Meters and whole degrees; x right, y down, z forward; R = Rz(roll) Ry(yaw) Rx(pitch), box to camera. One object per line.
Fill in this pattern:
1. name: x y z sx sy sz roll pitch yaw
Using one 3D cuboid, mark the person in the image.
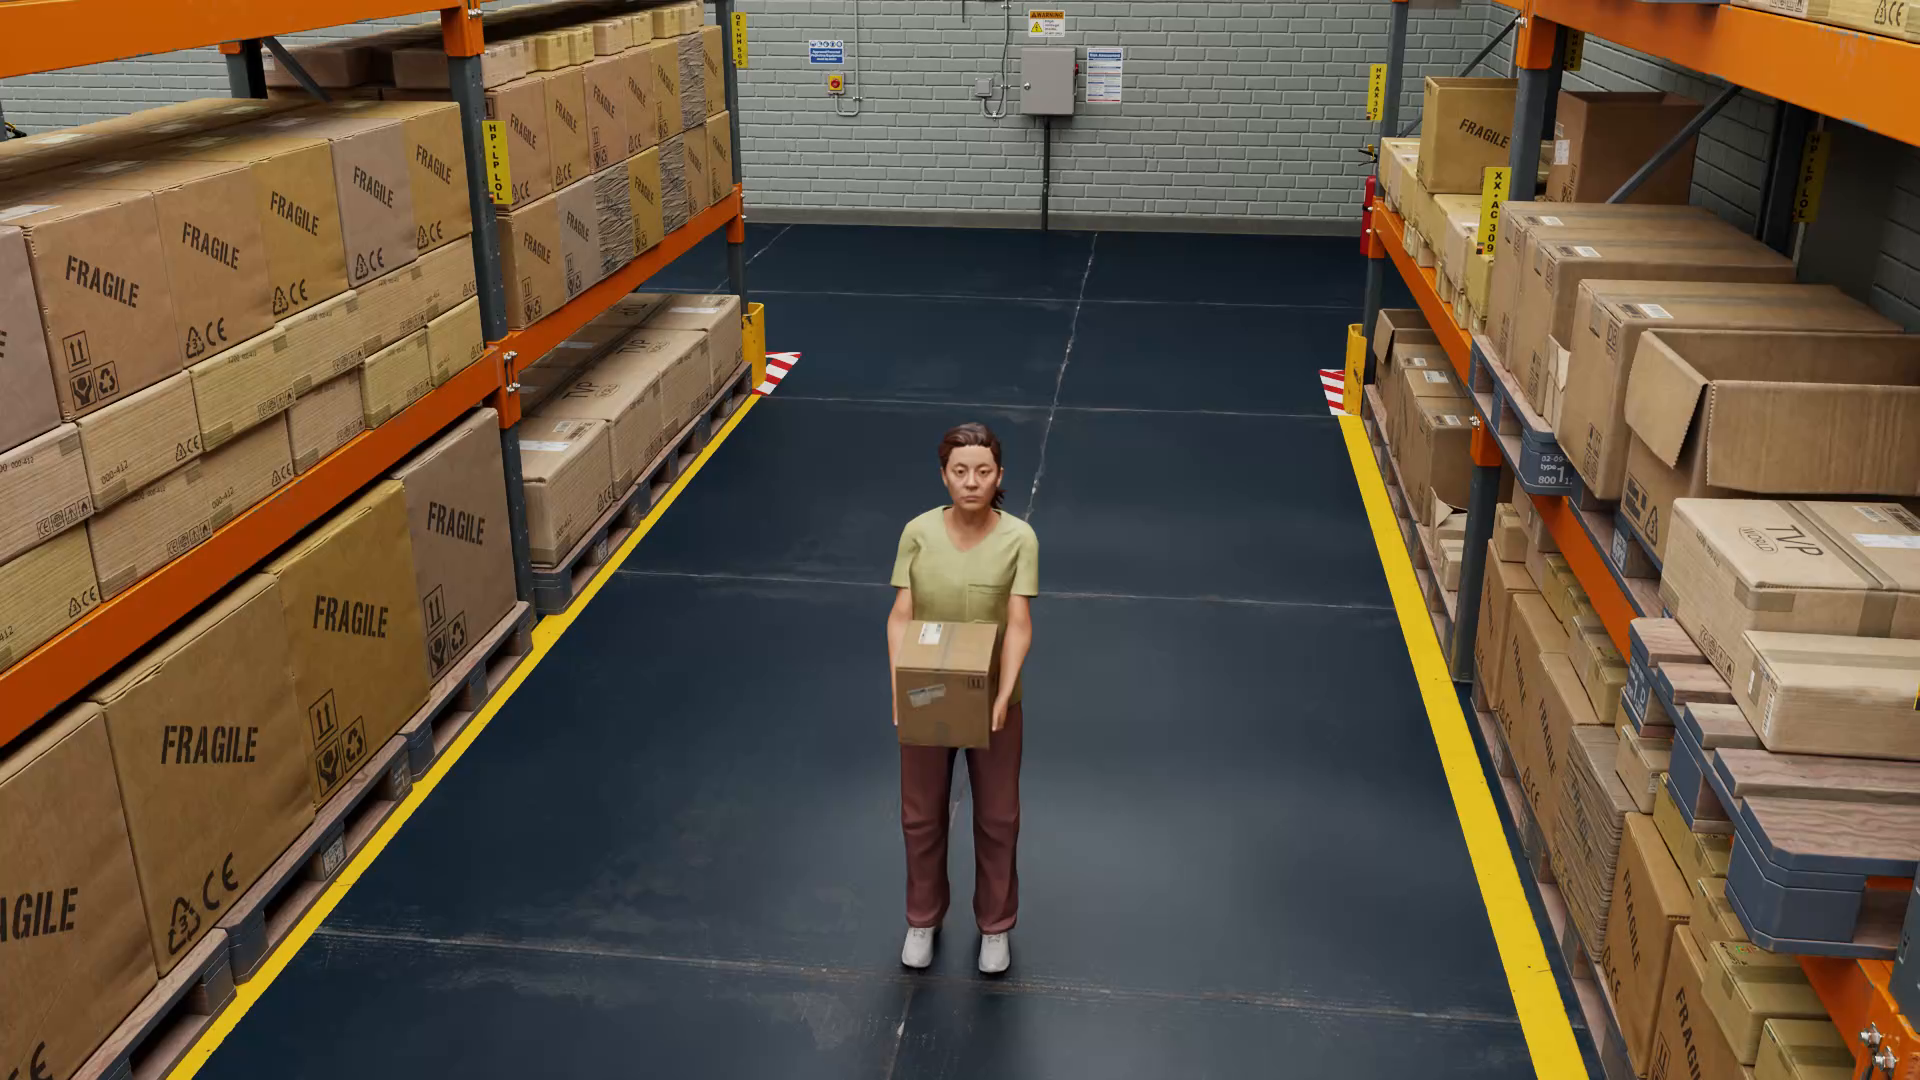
1. person: 0.003 0.498 4.820 0.426 1.662 0.561 3 21 7
